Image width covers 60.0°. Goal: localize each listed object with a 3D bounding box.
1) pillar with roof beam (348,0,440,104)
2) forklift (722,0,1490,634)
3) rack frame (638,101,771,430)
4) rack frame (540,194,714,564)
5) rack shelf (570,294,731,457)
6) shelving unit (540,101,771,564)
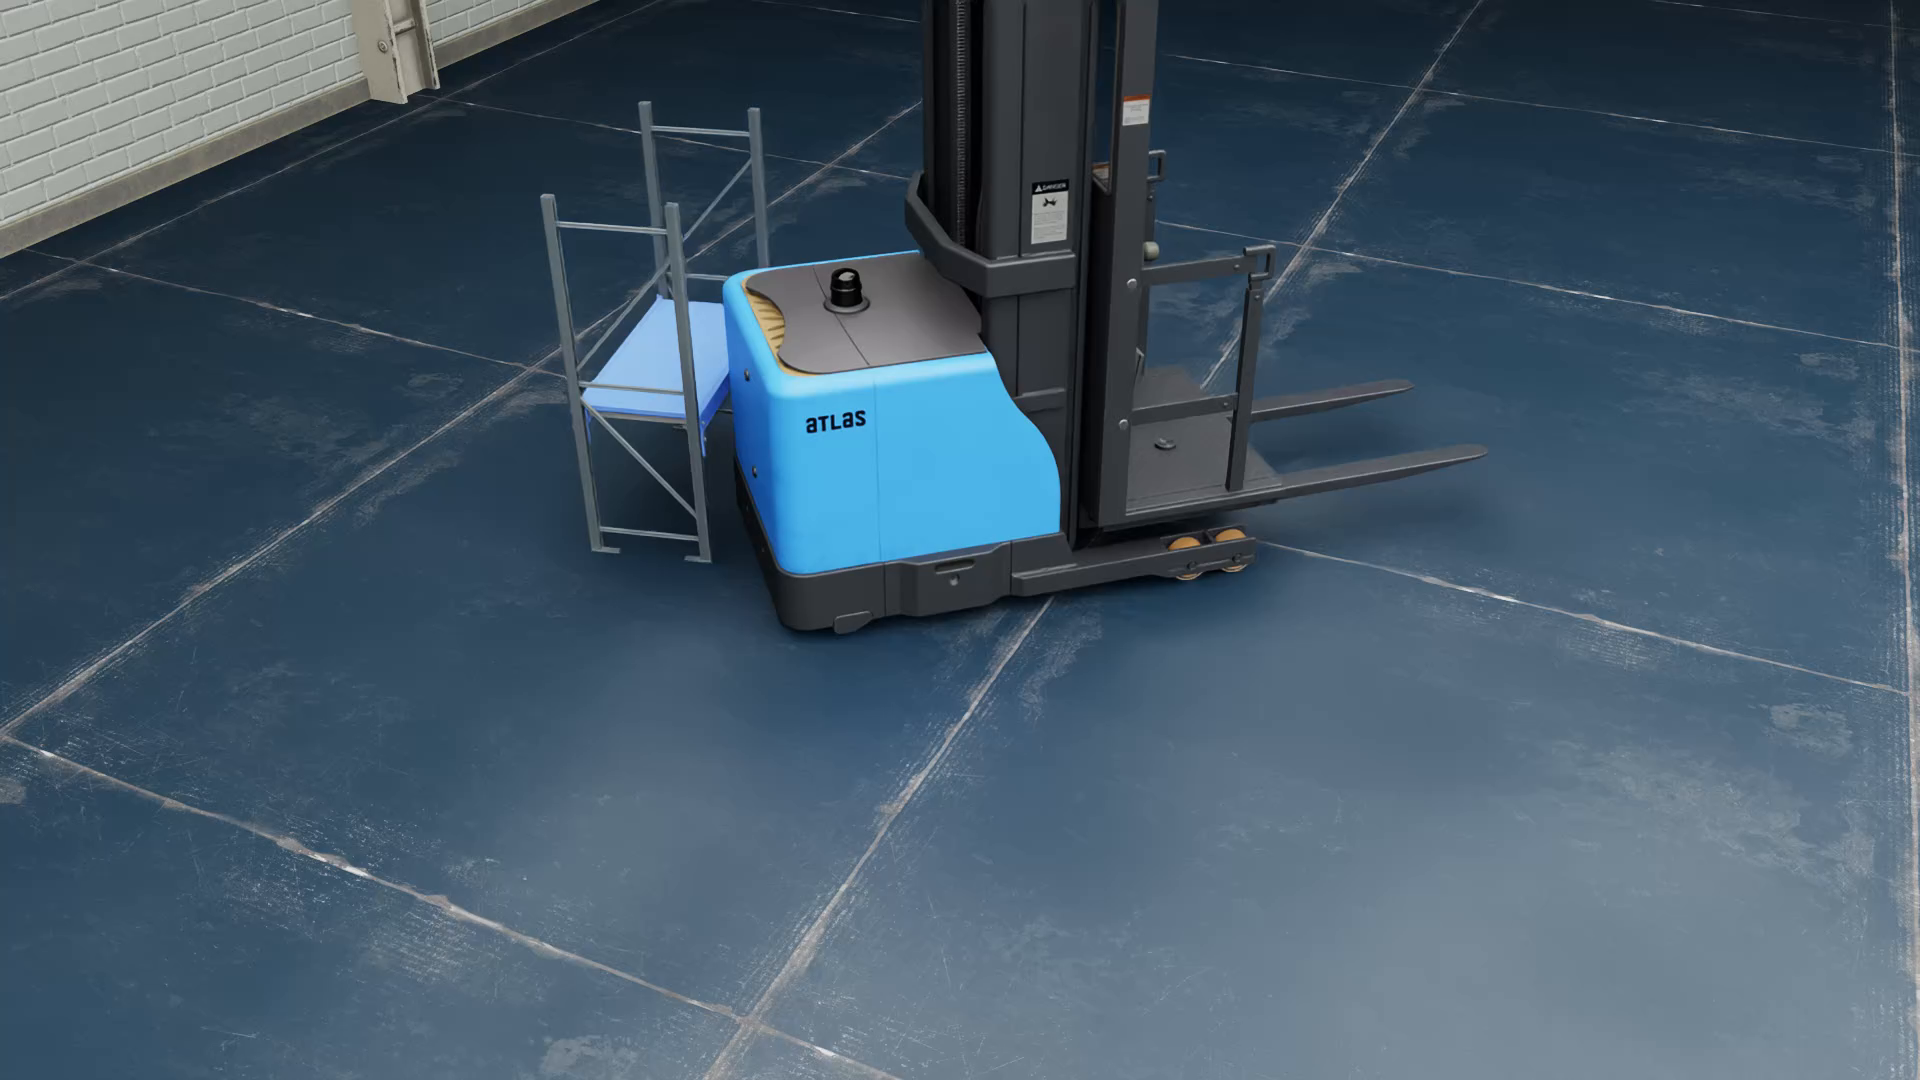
[{"bbox_3d":[0.085,-5.856,7.474,9.100,9.000,0.400,14,36,20],"label":"pillar with roof beam"},{"bbox_3d":[0.655,-1.335,6.114,3.031,2.935,1.130,-10,34,-14],"label":"forklift"},{"bbox_3d":[-1.047,-1.113,7.080,0.500,1.500,0.032,6,34,9],"label":"rack frame"},{"bbox_3d":[-1.231,-0.565,6.244,0.500,1.500,0.032,6,34,9],"label":"rack frame"},{"bbox_3d":[-1.139,-0.689,6.761,0.538,0.185,1.000,6,34,9],"label":"rack shelf"},{"bbox_3d":[-1.139,-0.839,6.662,0.538,1.500,1.048,6,34,9],"label":"shelving unit"}]
